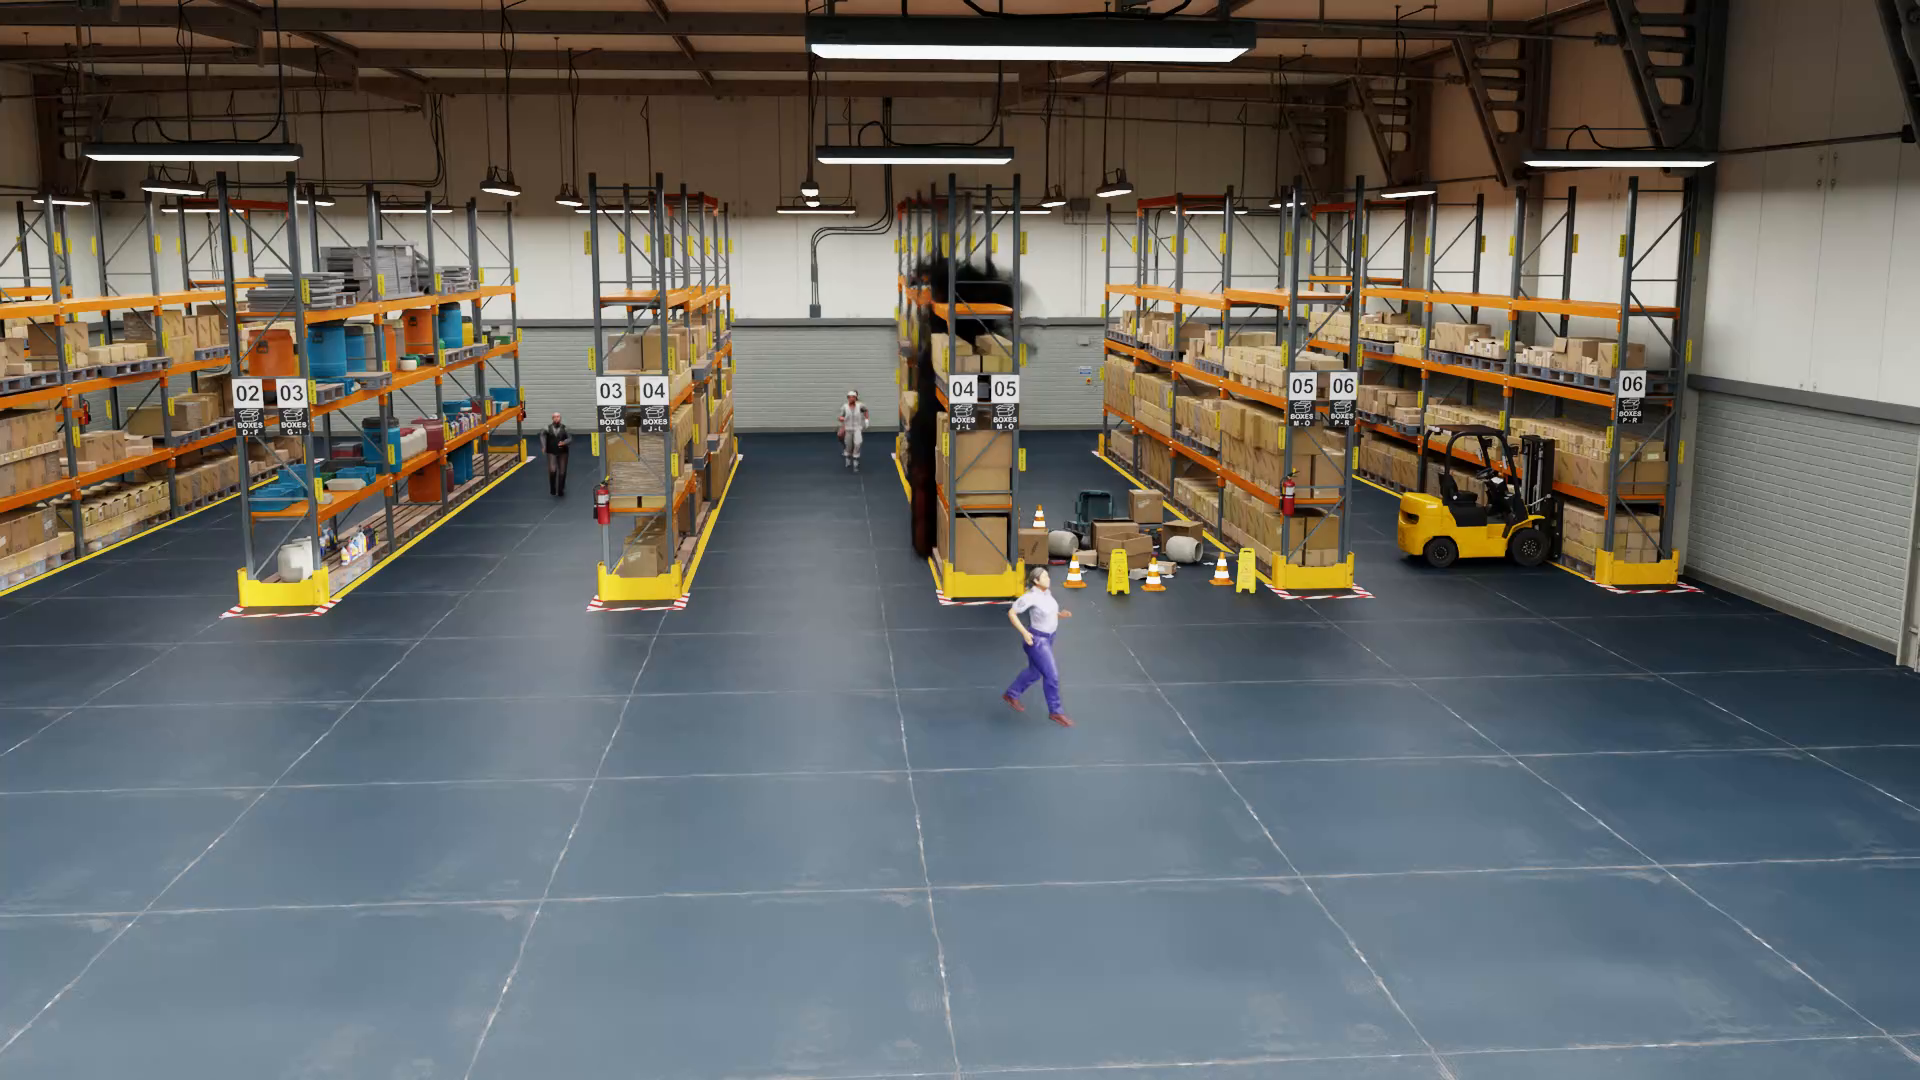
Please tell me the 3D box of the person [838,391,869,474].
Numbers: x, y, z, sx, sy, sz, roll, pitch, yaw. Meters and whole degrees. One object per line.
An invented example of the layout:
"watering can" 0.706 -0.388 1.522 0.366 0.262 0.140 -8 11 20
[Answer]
"person" -2.388 -2.429 37.311 0.676 1.827 0.921 0 10 -2

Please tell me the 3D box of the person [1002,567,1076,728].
"person" 0.835 1.107 17.623 0.895 1.671 0.594 4 11 22

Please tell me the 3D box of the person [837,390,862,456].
"person" -2.595 -2.743 39.816 0.595 1.535 0.567 6 12 32

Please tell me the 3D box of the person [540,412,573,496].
"person" -8.117 -1.721 33.496 0.634 1.692 0.663 -3 10 -15
